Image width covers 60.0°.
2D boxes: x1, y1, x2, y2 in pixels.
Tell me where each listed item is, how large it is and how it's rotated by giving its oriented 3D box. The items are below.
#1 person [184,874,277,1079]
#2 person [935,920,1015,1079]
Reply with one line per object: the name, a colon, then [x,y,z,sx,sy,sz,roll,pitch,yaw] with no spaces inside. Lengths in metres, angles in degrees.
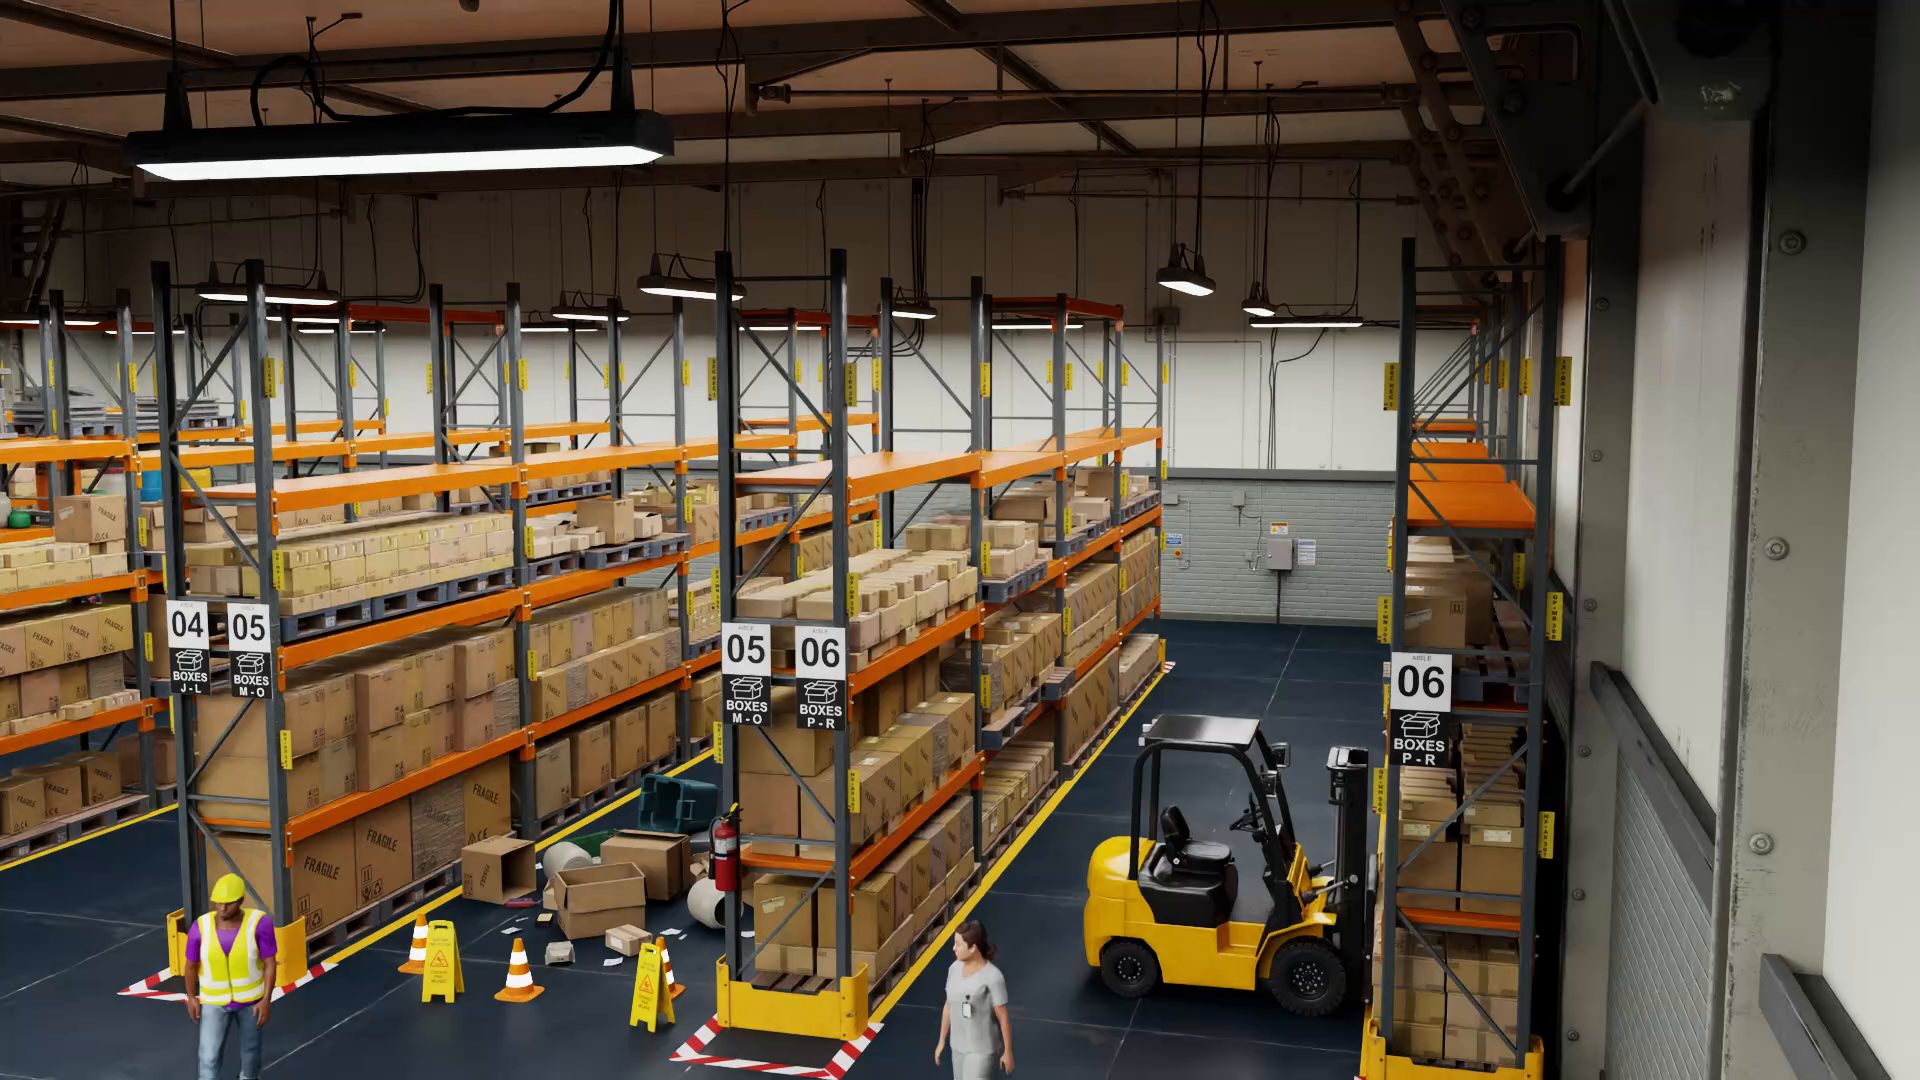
person: [-4.921,3.099,11.229,0.583,1.709,0.997,-2,6,-21]
person: [0.027,3.239,10.417,0.695,1.670,0.565,-6,8,-43]
